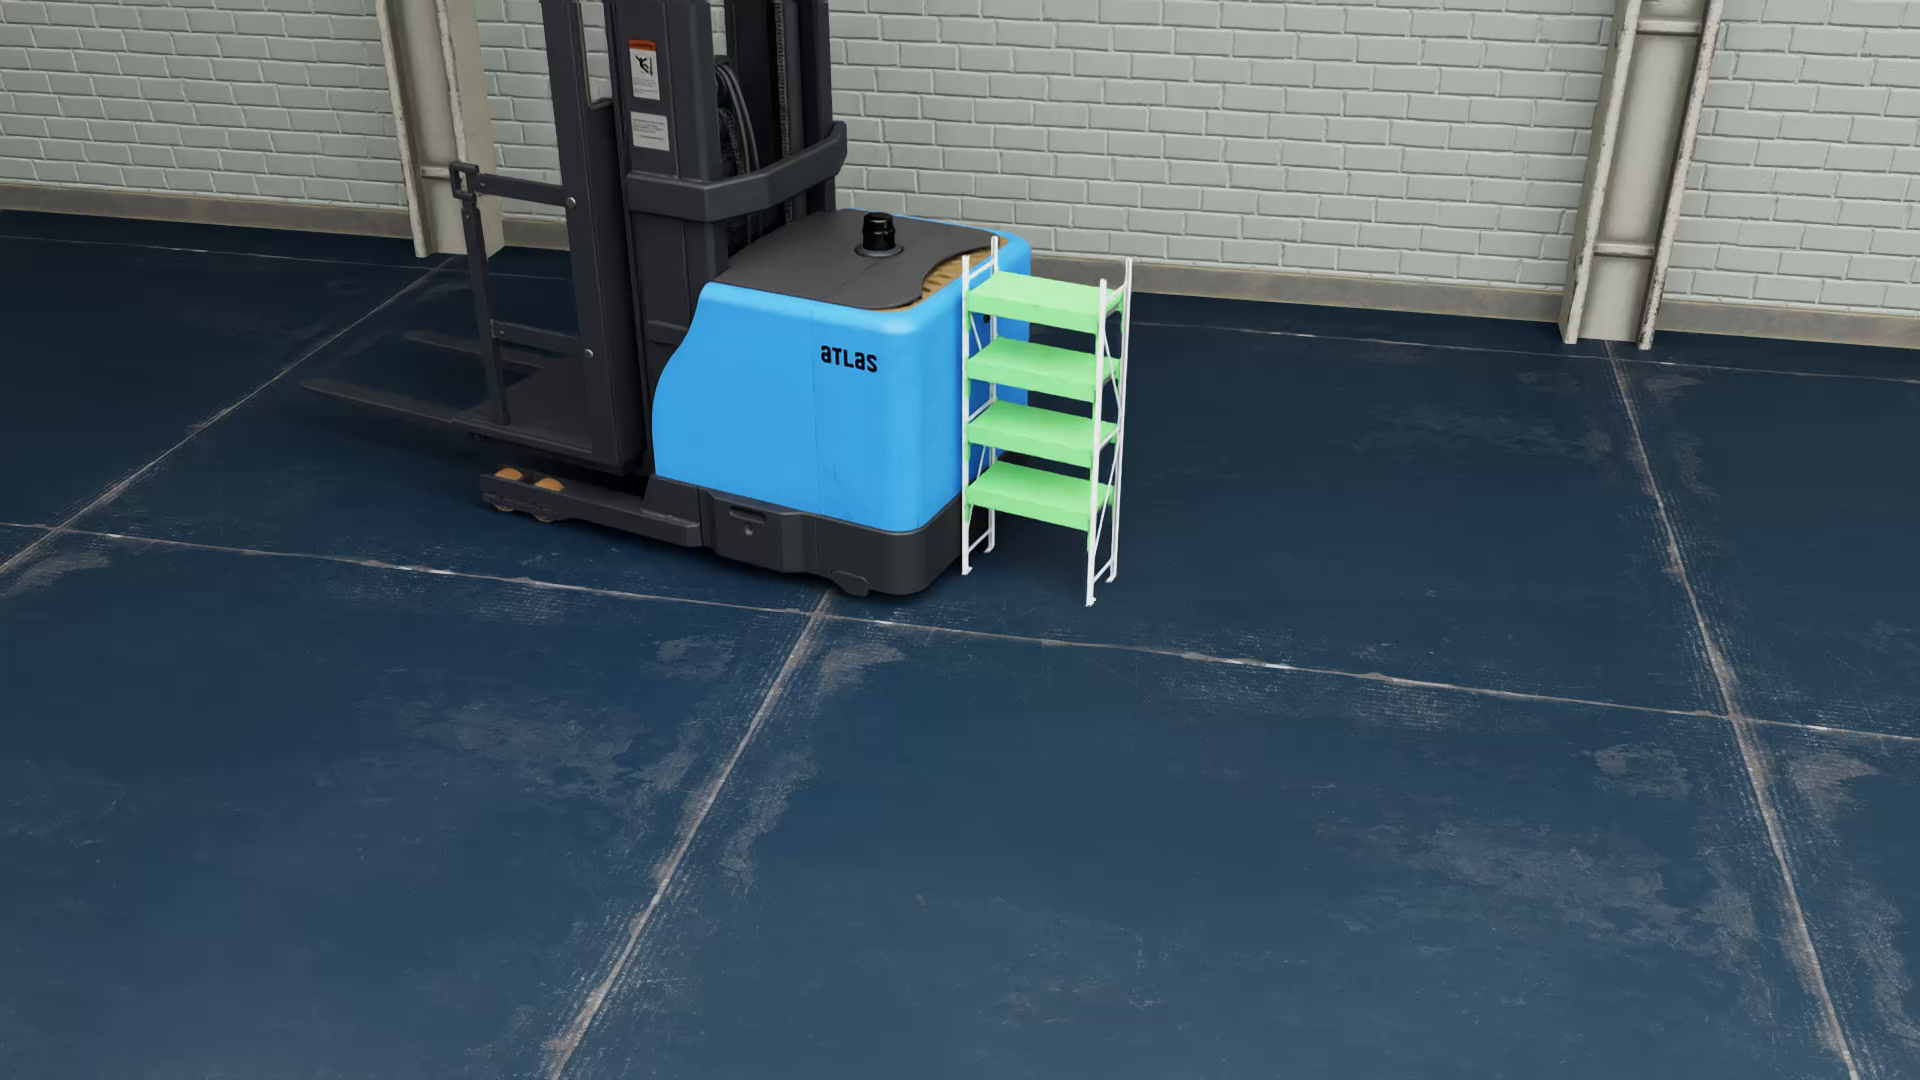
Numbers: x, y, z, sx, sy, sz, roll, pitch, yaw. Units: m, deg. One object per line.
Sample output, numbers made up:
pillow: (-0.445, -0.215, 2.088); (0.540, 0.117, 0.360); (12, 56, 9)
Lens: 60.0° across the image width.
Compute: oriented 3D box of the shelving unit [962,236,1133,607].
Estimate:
shelving unit: (0.286, -0.398, 5.727); (0.503, 1.200, 0.258); (14, 32, 23)

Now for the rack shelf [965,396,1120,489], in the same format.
rack shelf: (0.286, -0.342, 5.757); (0.480, 0.148, 0.258); (14, 32, 23)

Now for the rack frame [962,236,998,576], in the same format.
rack frame: (0.068, -0.450, 5.823); (0.015, 1.200, 0.240); (14, 32, 23)

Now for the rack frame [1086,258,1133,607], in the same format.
rack frame: (0.504, -0.345, 5.630); (0.015, 1.200, 0.240); (14, 32, 23)

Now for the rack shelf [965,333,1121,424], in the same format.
rack shelf: (0.286, -0.552, 5.642); (0.480, 0.148, 0.258); (14, 32, 23)

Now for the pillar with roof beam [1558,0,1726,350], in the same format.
pillar with roof beam: (2.223, -2.922, 2.216); (0.400, 9.000, 9.100); (6, 29, 11)

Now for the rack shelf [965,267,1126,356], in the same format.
rack shelf: (0.286, -0.763, 5.527); (0.480, 0.148, 0.258); (14, 32, 23)

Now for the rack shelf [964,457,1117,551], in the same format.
rack shelf: (0.286, -0.131, 5.873); (0.480, 0.148, 0.258); (14, 32, 23)

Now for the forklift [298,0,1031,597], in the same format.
forklift: (-1.280, -1.565, 6.056); (3.031, 2.935, 1.130); (13, 31, 23)

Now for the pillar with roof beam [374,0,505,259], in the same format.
pillar with roof beam: (-3.645, -3.524, 3.315); (0.400, 9.000, 9.100); (6, 29, 11)
